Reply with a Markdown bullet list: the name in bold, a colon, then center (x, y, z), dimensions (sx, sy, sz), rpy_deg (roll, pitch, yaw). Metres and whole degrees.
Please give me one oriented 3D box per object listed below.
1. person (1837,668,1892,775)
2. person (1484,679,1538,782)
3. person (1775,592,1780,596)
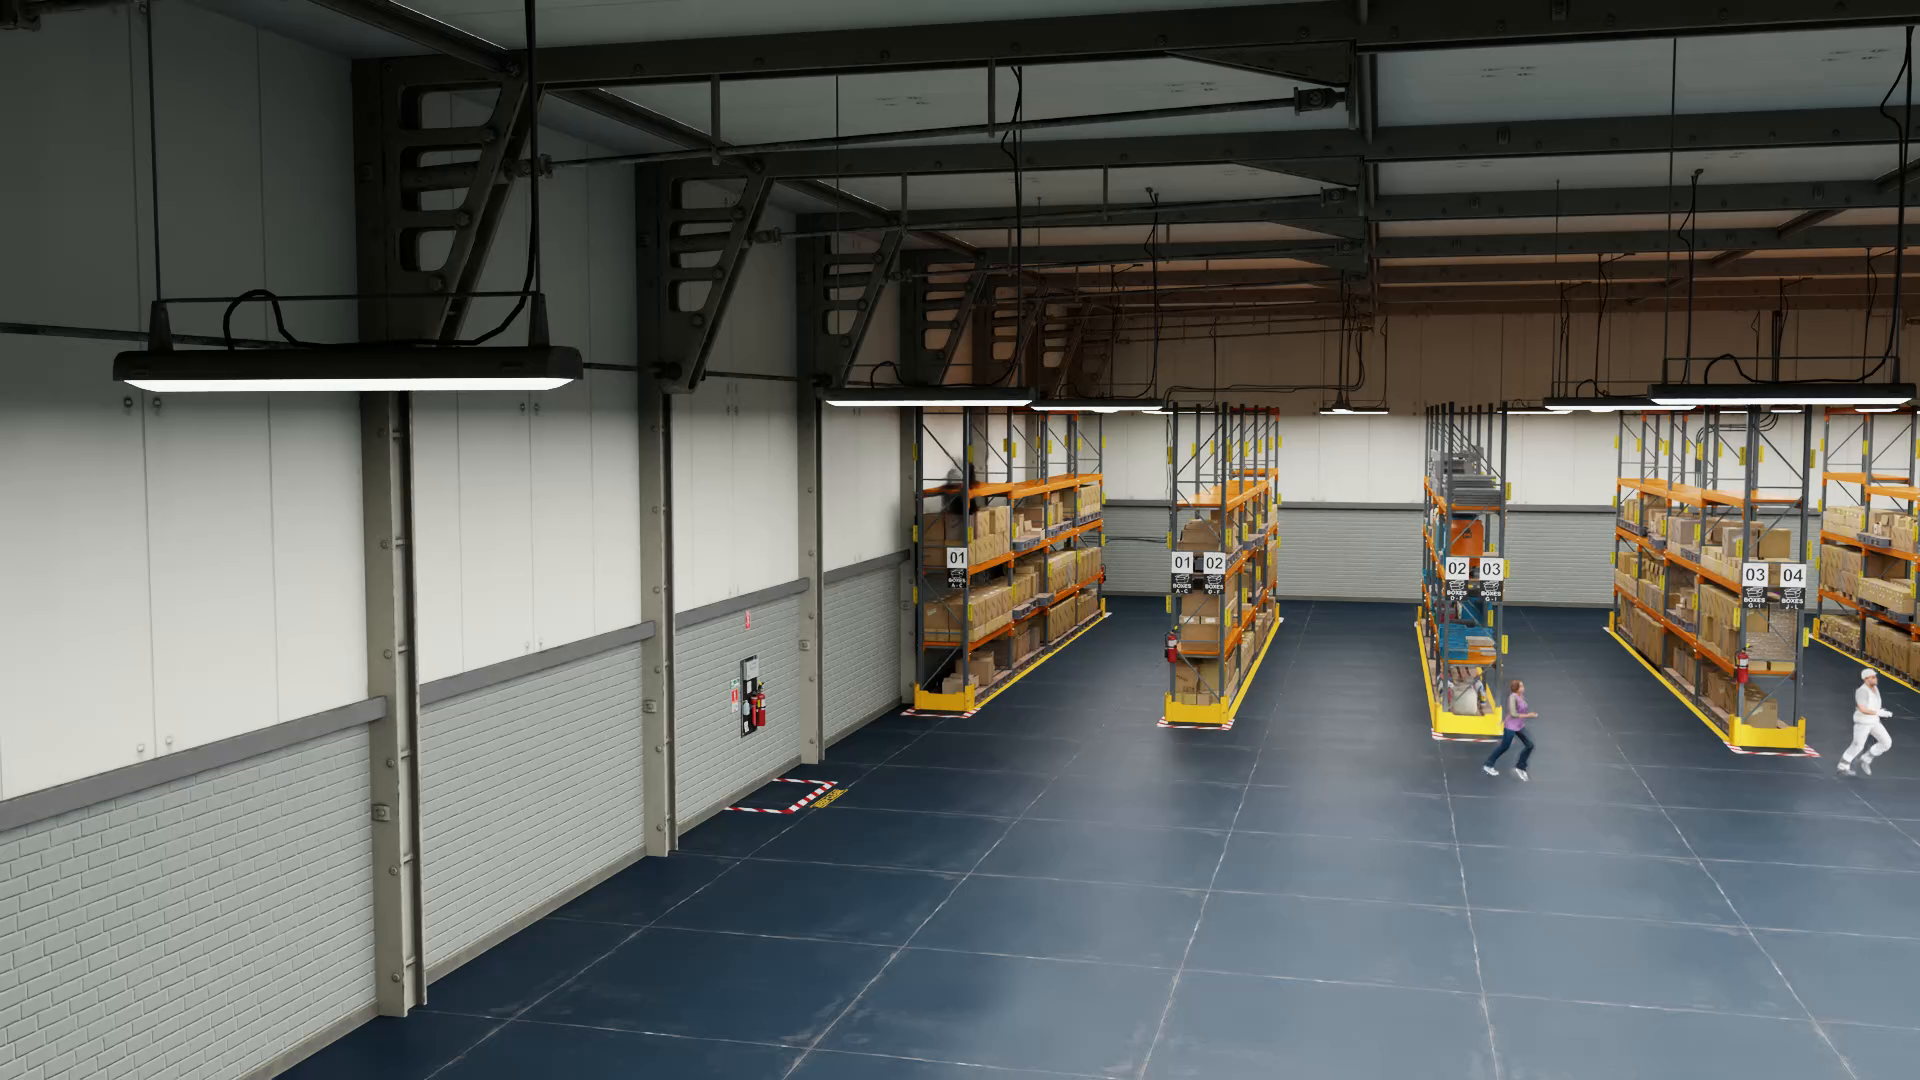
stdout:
- **person**: center (14.366, 2.885, 26.284), dimensions (0.683, 1.734, 0.827), rpy_deg (-3, 5, -31)
- **person**: center (8.721, 2.988, 26.223), dimensions (0.830, 1.619, 0.546), rpy_deg (4, 6, 43)
- **person**: center (20.420, 1.790, 41.068), dimensions (0.709, 1.750, 0.925), rpy_deg (1, 4, 12)
